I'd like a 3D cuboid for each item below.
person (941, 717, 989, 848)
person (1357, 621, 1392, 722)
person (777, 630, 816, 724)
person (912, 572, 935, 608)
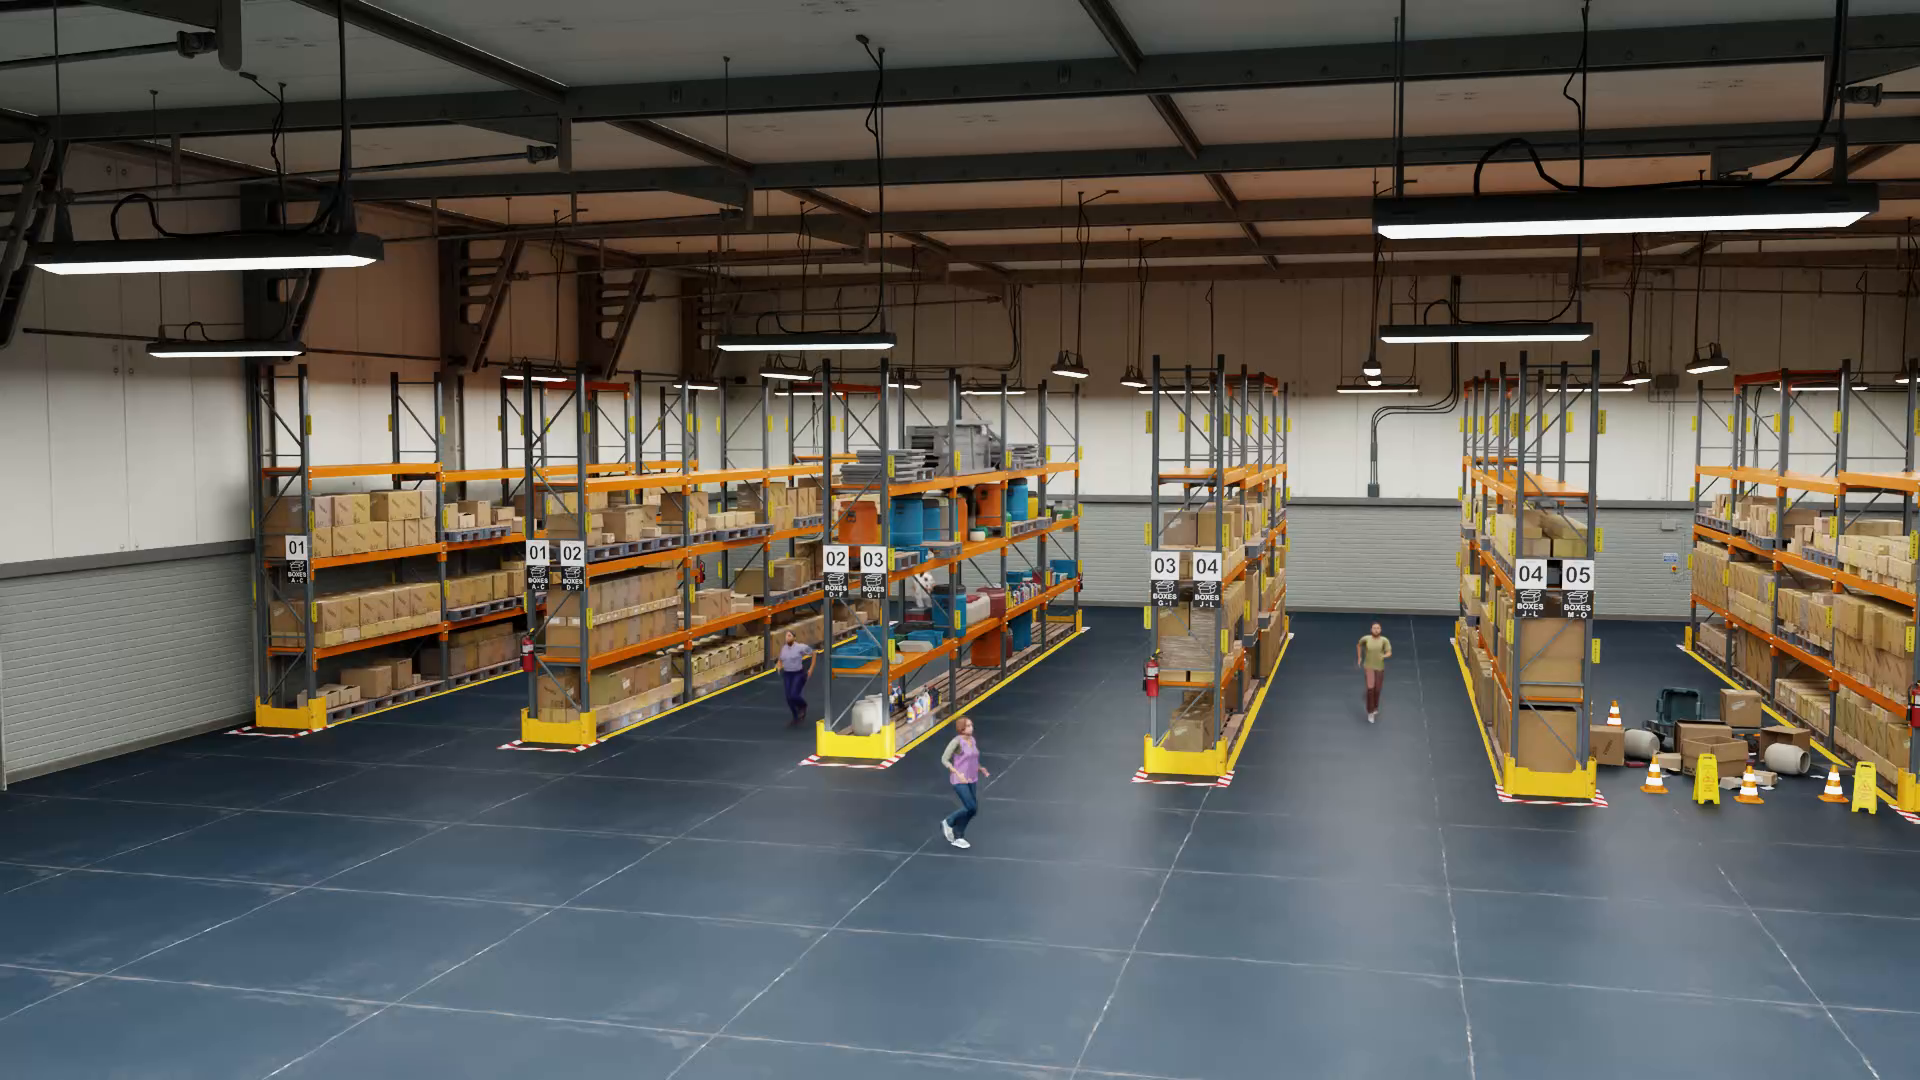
[{"bbox_3d":[0.063,2.866,19.666,0.526,1.554,0.518,3,5,36],"label":"person"},{"bbox_3d":[7.039,2.224,28.231,0.540,1.713,0.782,0,4,5],"label":"person"},{"bbox_3d":[-2.763,2.301,27.661,0.630,1.592,0.676,2,4,27],"label":"person"},{"bbox_3d":[-0.884,1.418,40.239,0.616,1.674,0.819,1,4,9],"label":"person"}]
